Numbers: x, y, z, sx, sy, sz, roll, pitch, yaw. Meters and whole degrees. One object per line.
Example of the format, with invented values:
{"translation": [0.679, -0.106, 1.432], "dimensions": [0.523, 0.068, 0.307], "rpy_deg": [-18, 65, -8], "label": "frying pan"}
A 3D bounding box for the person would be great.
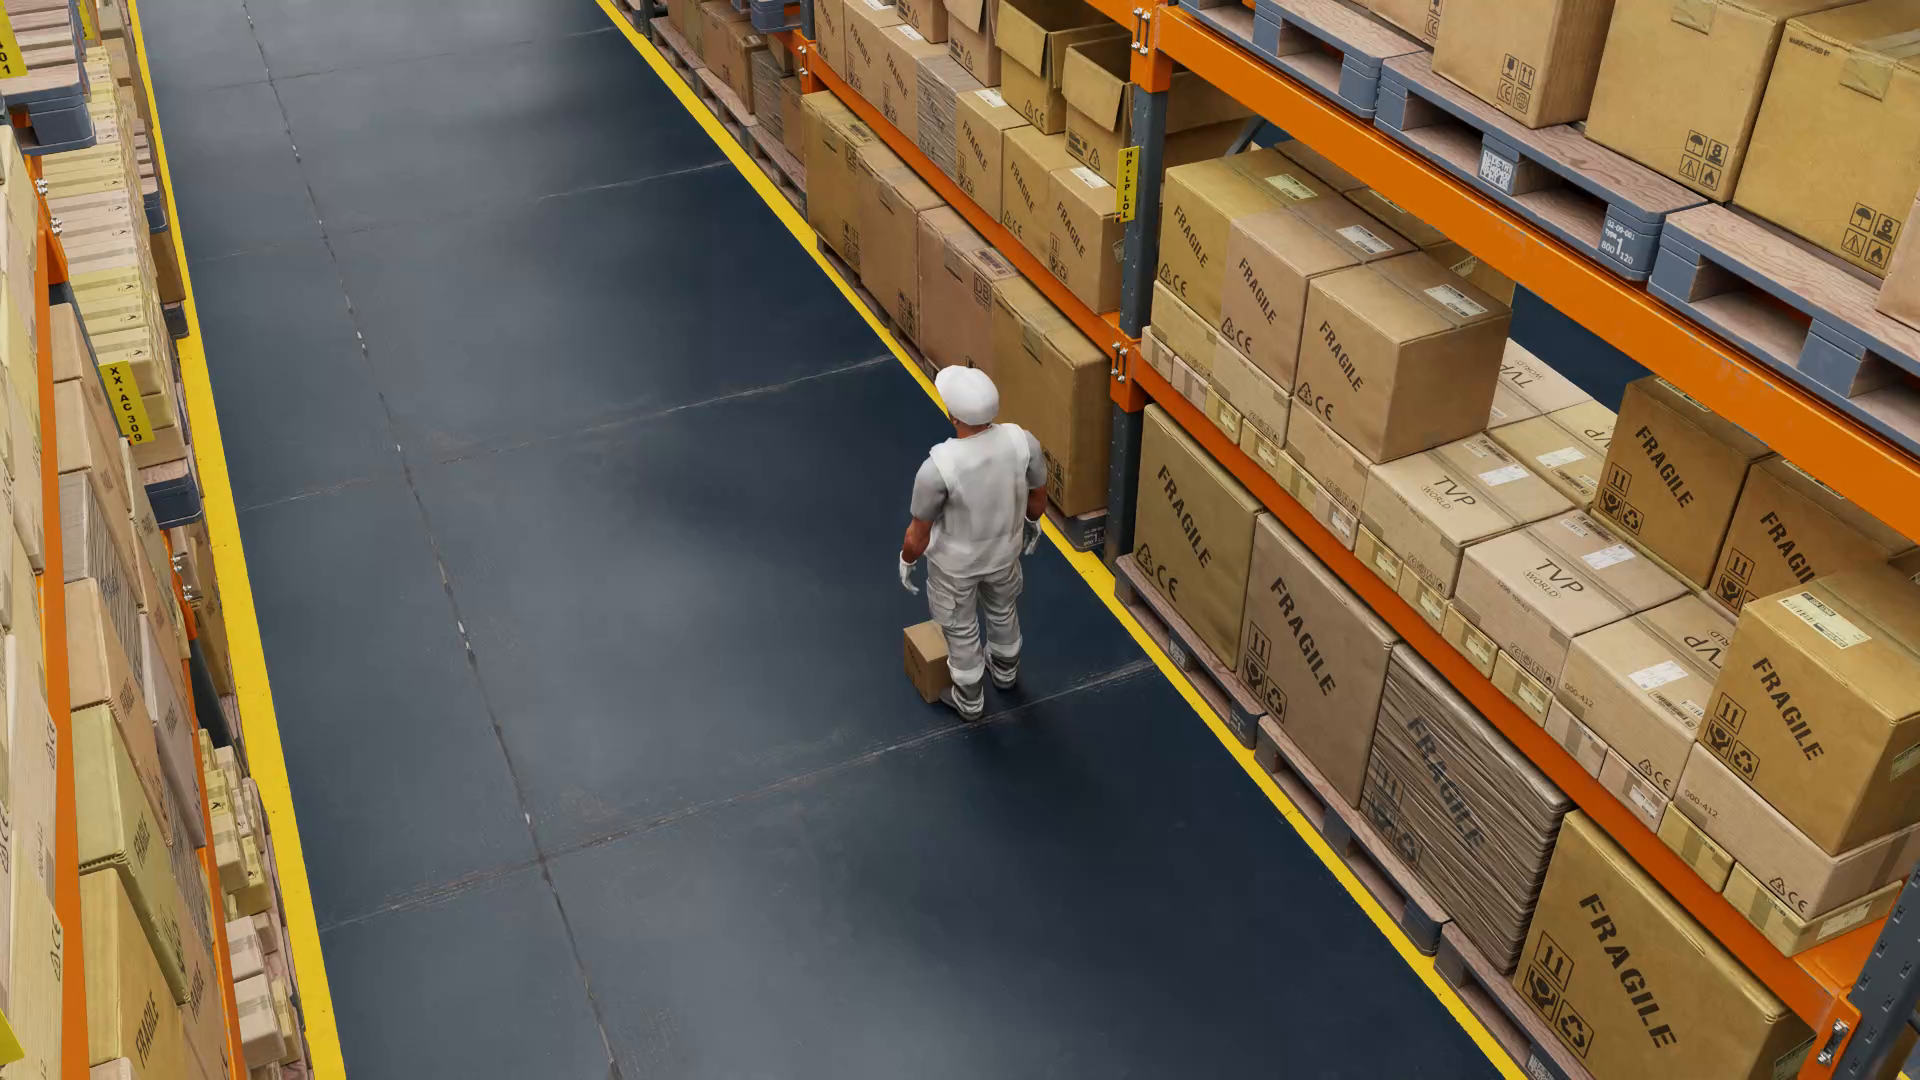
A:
{"translation": [0.026, 0.002, 6.819], "dimensions": [0.638, 1.788, 0.563], "rpy_deg": [-16, 40, -20], "label": "person"}
